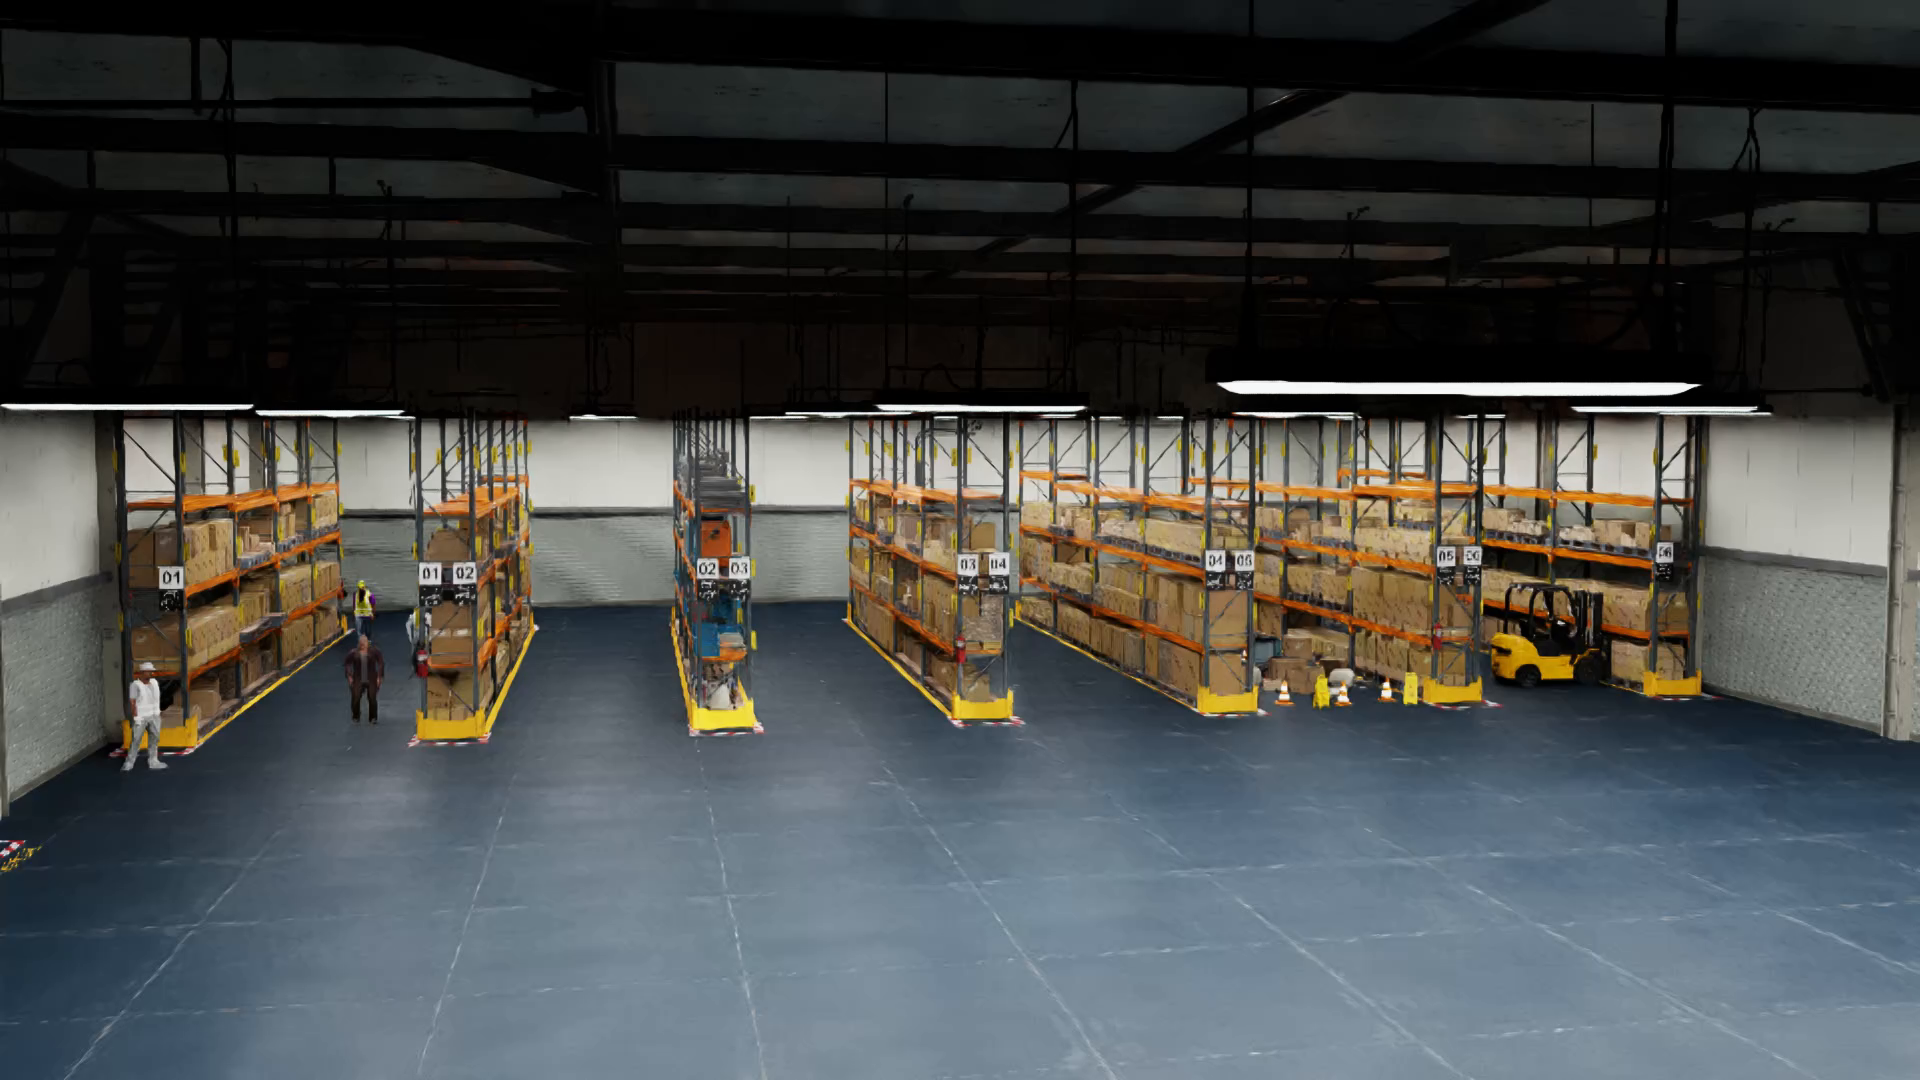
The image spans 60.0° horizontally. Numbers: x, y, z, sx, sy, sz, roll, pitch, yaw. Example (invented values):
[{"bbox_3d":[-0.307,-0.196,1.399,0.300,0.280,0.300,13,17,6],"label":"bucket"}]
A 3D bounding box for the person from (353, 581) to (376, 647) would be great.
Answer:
[{"bbox_3d":[-15.057,1.882,42.010,0.591,1.716,1.042,-1,4,-12],"label":"person"}]

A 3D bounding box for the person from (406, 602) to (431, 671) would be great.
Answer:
[{"bbox_3d":[-12.362,2.206,38.108,0.639,1.632,0.512,-1,4,-13],"label":"person"}]

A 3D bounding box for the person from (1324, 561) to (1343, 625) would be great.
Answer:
[{"bbox_3d":[10.571,1.499,47.005,0.519,1.798,0.597,0,4,7],"label":"person"}]

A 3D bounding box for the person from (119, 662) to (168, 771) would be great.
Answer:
[{"bbox_3d":[-13.435,2.896,27.277,0.477,1.784,0.704,2,5,26],"label":"person"}]

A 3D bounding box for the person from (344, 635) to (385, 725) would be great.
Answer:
[{"bbox_3d":[-11.231,2.632,31.367,0.729,1.733,0.546,-1,4,-13],"label":"person"}]
